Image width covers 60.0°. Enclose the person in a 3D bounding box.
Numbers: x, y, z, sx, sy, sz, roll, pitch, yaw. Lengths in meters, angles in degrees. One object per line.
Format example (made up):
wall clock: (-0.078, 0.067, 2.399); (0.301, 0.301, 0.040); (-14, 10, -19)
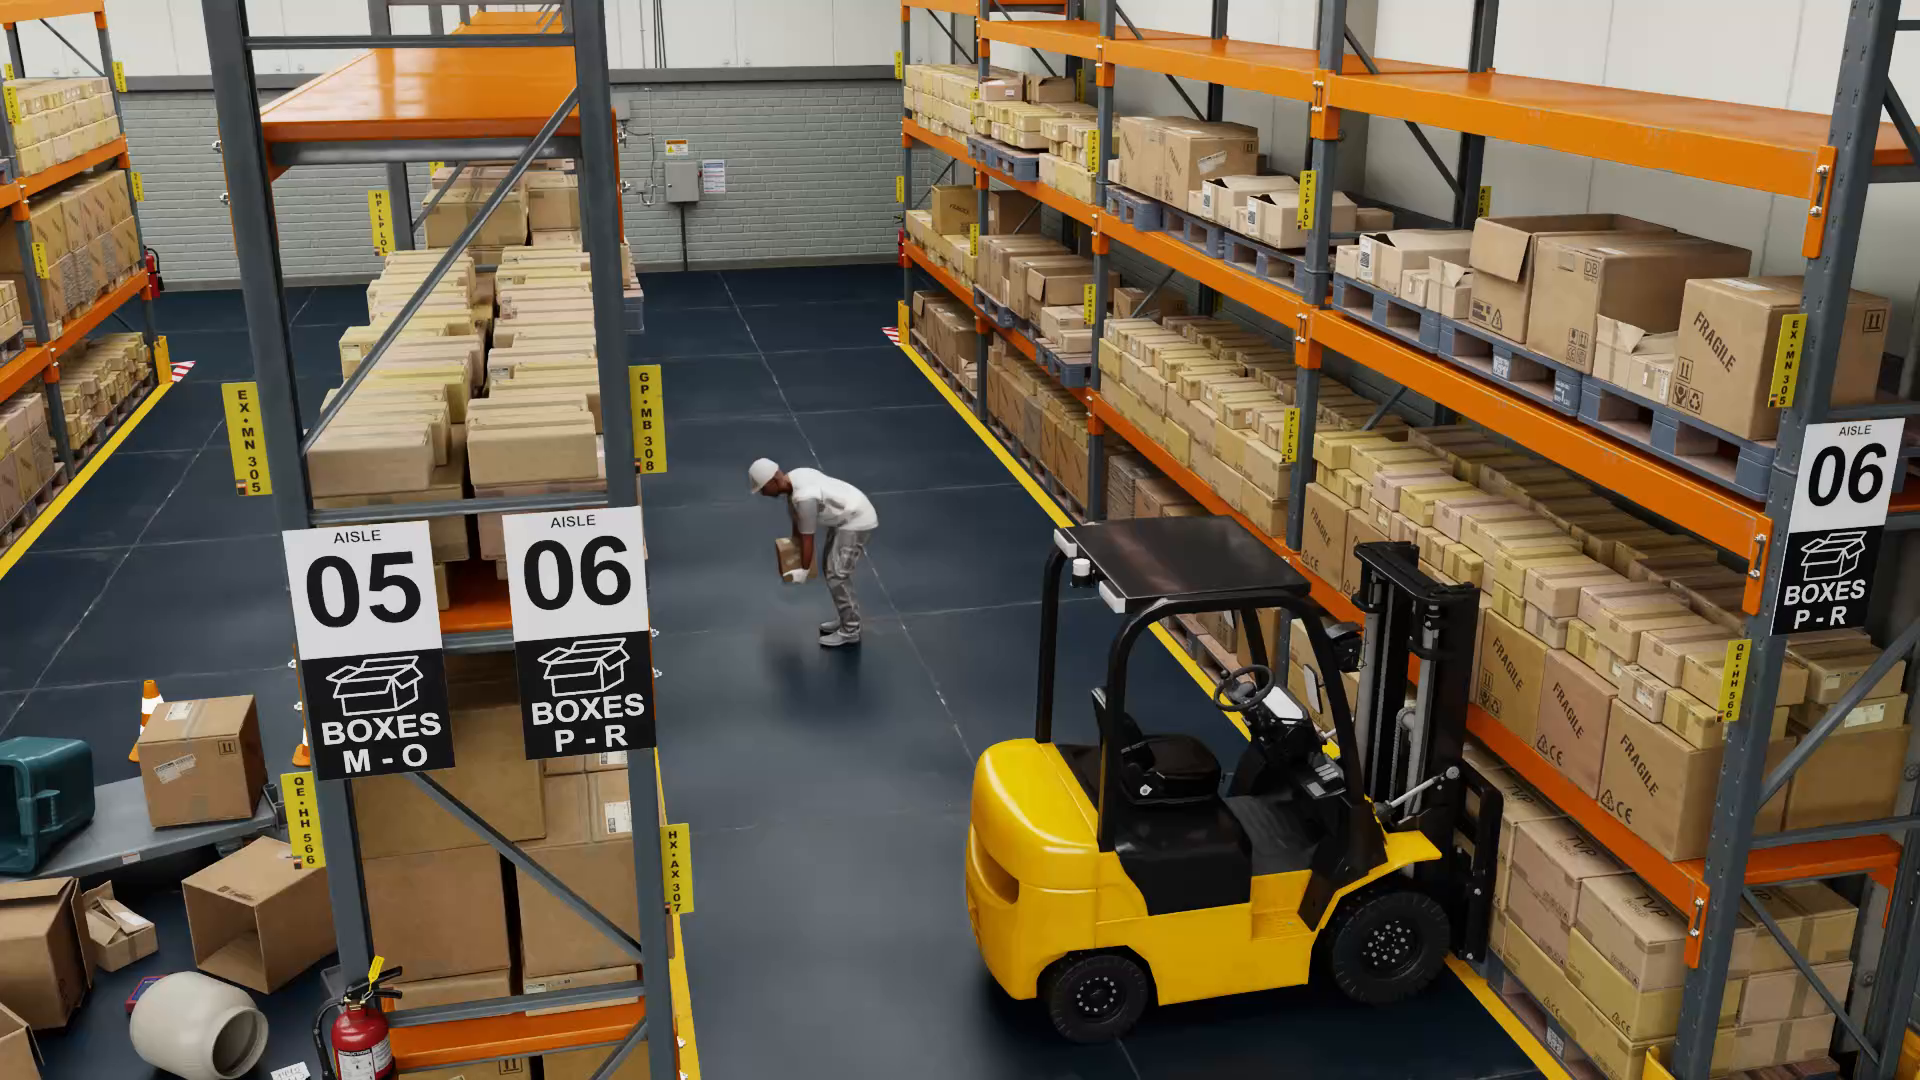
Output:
person: (-1.041, 0.067, 11.914); (0.902, 1.404, 0.484); (-5, 20, -14)
